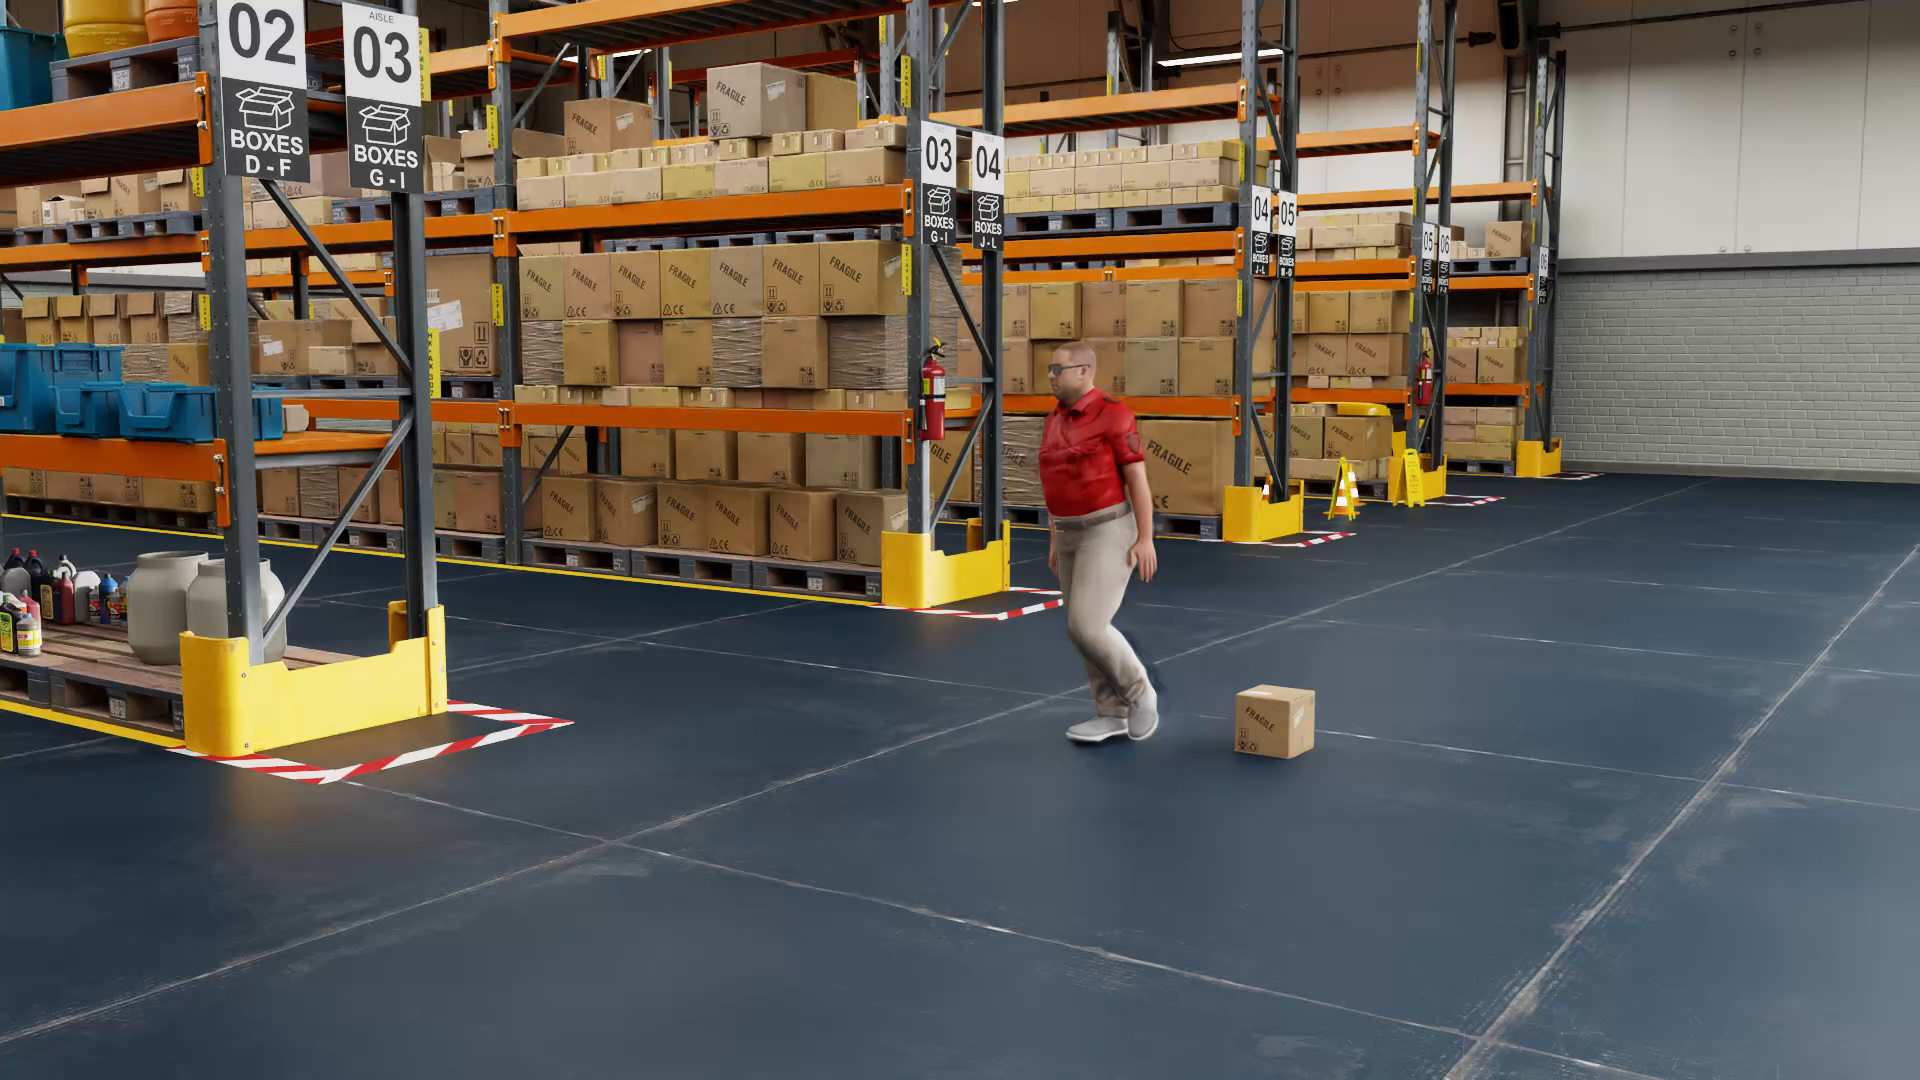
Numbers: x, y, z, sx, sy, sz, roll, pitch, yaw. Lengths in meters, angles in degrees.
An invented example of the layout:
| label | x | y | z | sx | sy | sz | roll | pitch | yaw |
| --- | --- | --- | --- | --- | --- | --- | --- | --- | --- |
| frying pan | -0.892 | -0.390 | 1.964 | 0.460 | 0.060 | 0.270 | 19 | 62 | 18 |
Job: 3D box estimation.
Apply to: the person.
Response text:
| label | x | y | z | sx | sy | sz | roll | pitch | yaw |
| --- | --- | --- | --- | --- | --- | --- | --- | --- | --- |
| person | 0.578 | 0.014 | 7.093 | 0.484 | 1.714 | 0.596 | -4 | 7 | -32 |
